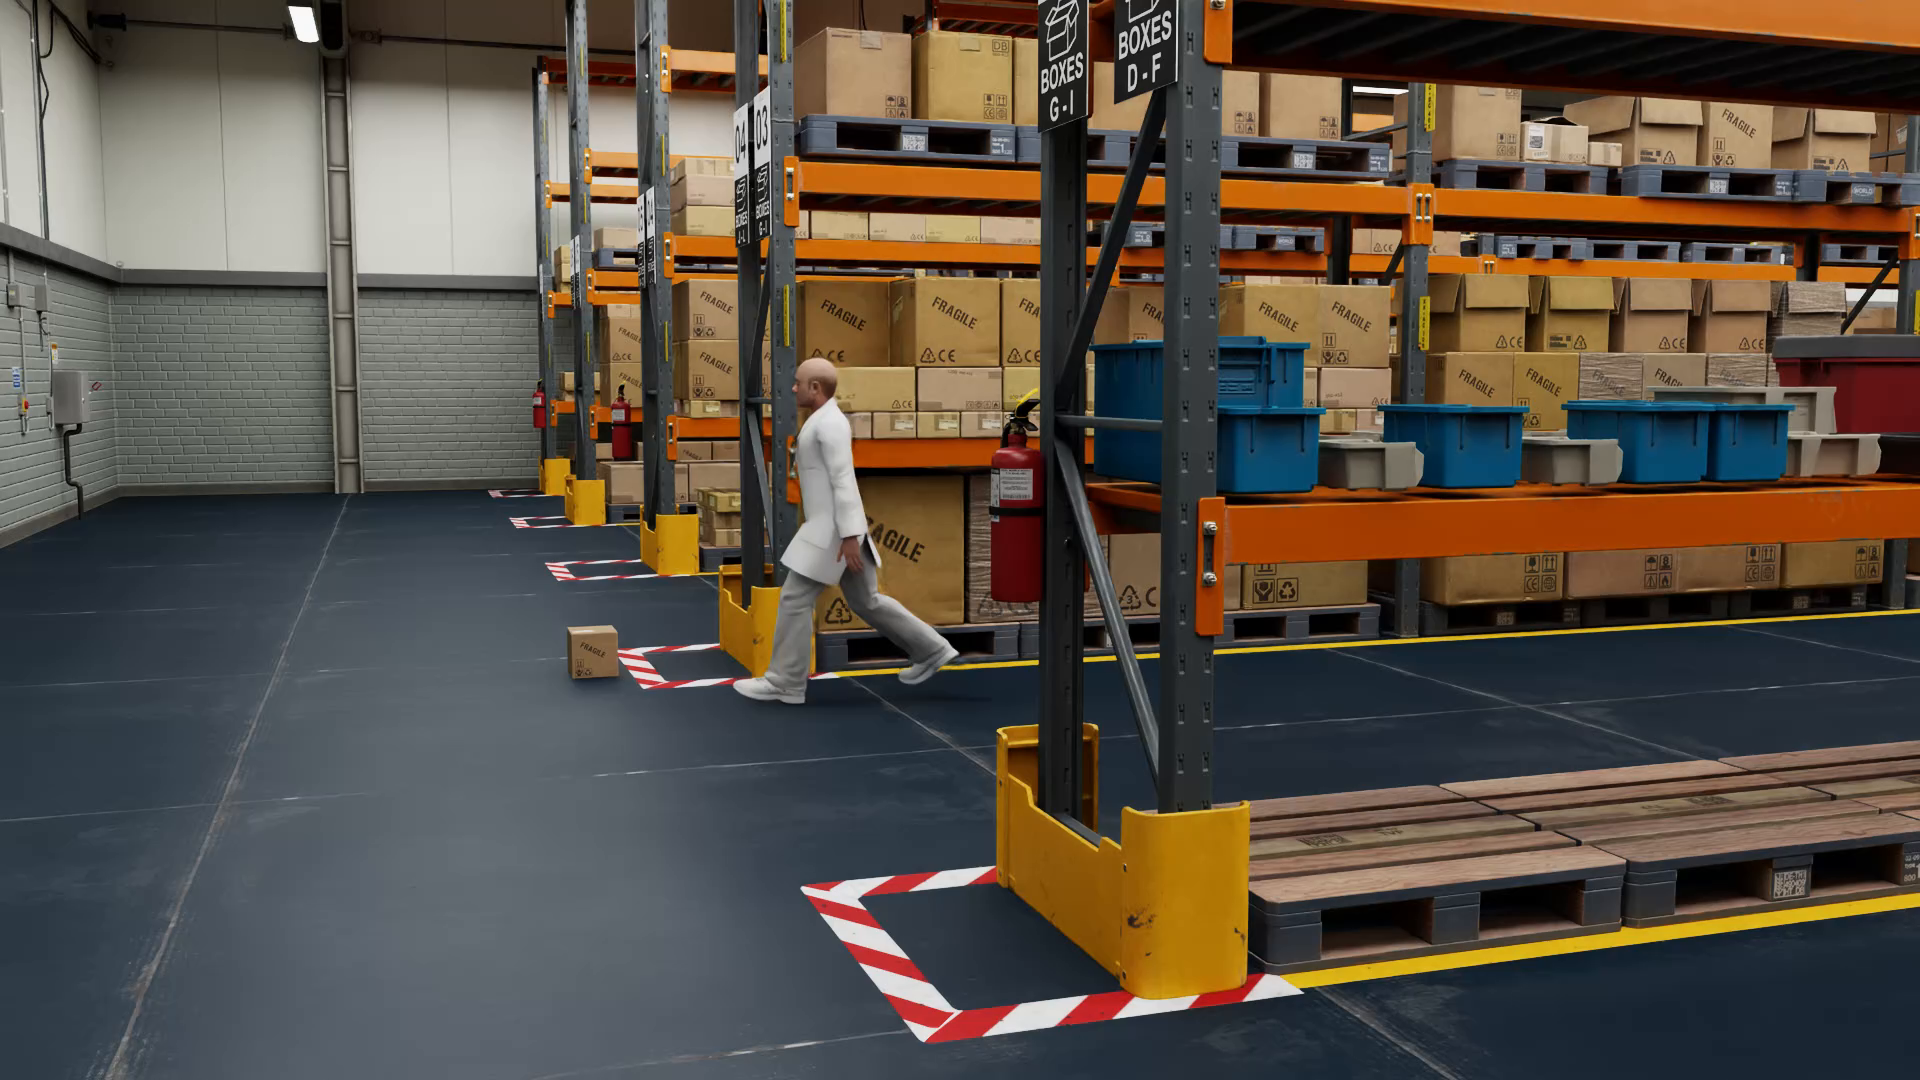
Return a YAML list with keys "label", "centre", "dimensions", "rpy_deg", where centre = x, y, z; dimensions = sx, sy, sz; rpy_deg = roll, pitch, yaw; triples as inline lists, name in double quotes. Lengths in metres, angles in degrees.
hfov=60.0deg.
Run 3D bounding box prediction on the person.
- label: "person"
  centre: [-0.571, -0.044, 8.375]
  dimensions: [1.131, 1.733, 0.630]
  rpy_deg: [0, 6, 0]
